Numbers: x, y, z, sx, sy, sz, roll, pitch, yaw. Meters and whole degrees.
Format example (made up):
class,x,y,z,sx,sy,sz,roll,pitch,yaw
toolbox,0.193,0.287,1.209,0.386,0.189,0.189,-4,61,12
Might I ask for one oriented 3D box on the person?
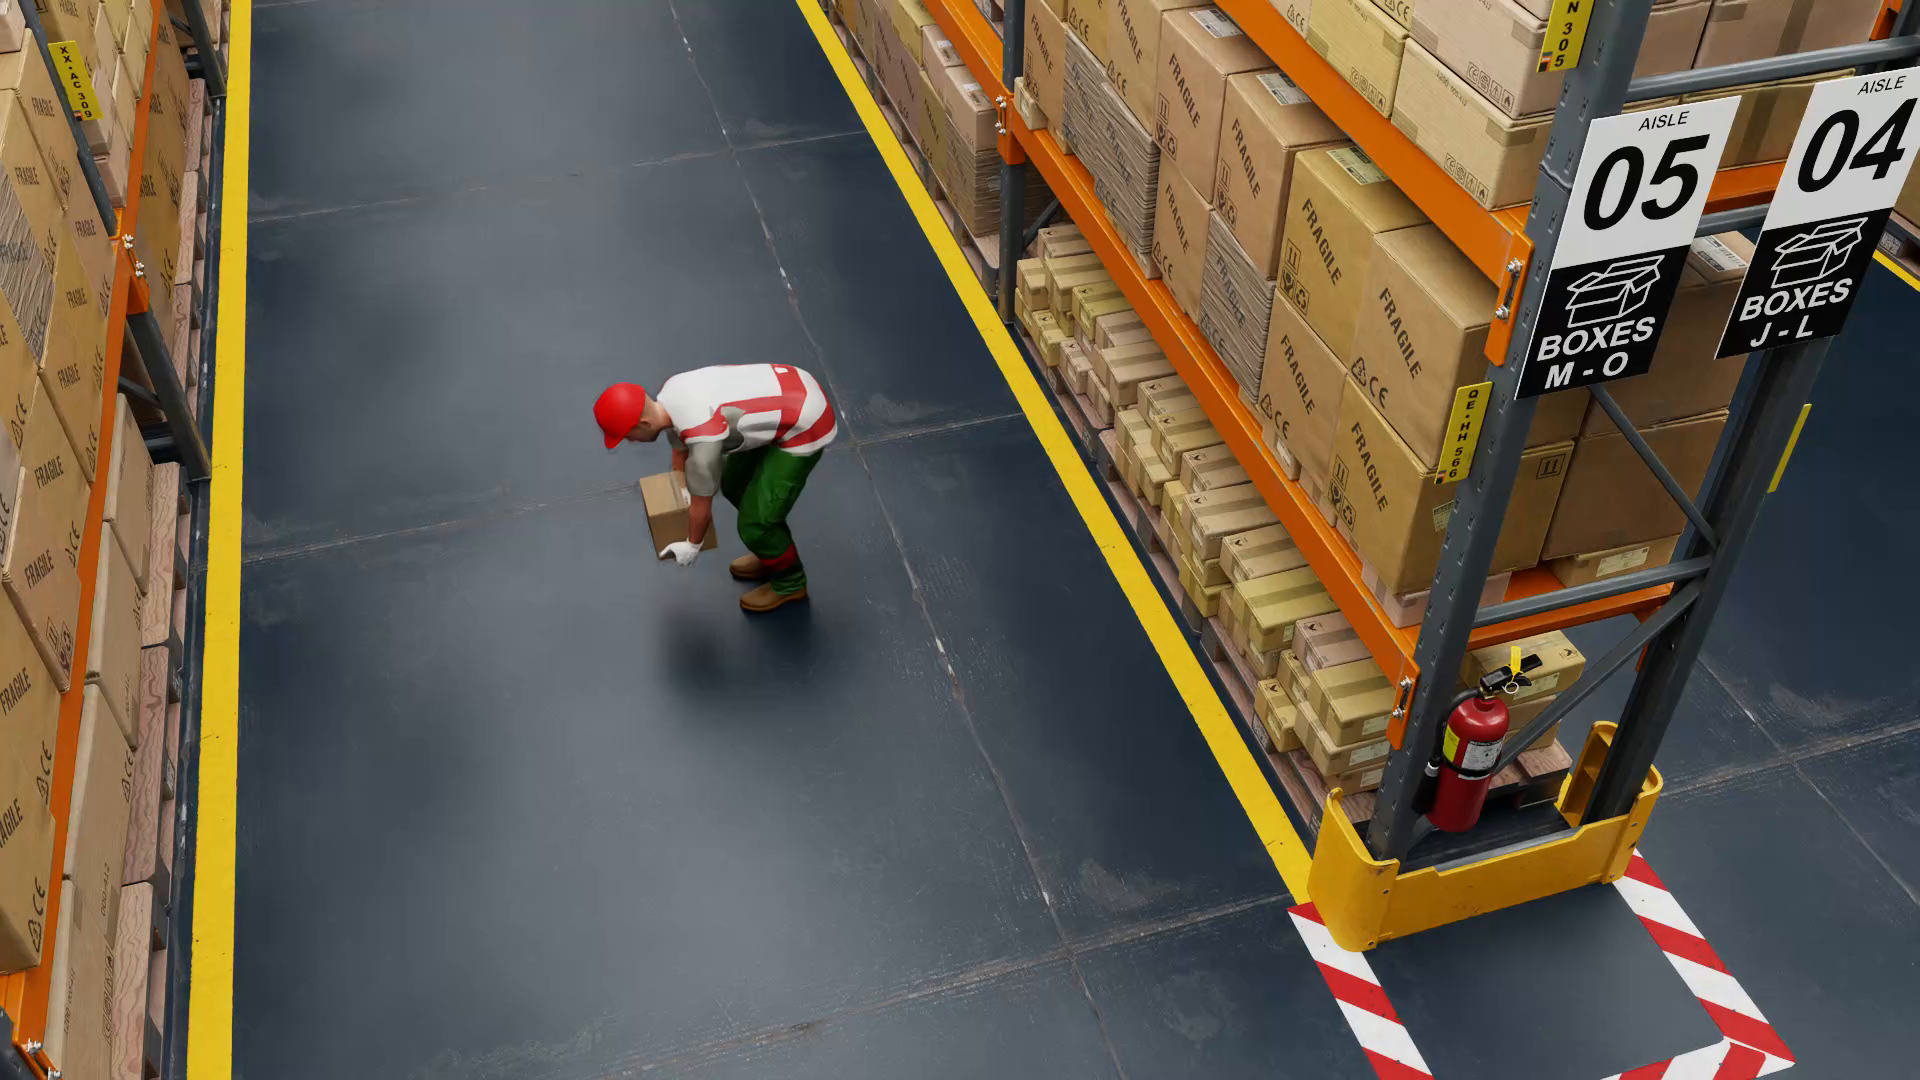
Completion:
class,x,y,z,sx,sy,sz,roll,pitch,yaw
person,-0.962,-0.224,6.825,0.938,1.207,0.500,-14,44,-15
